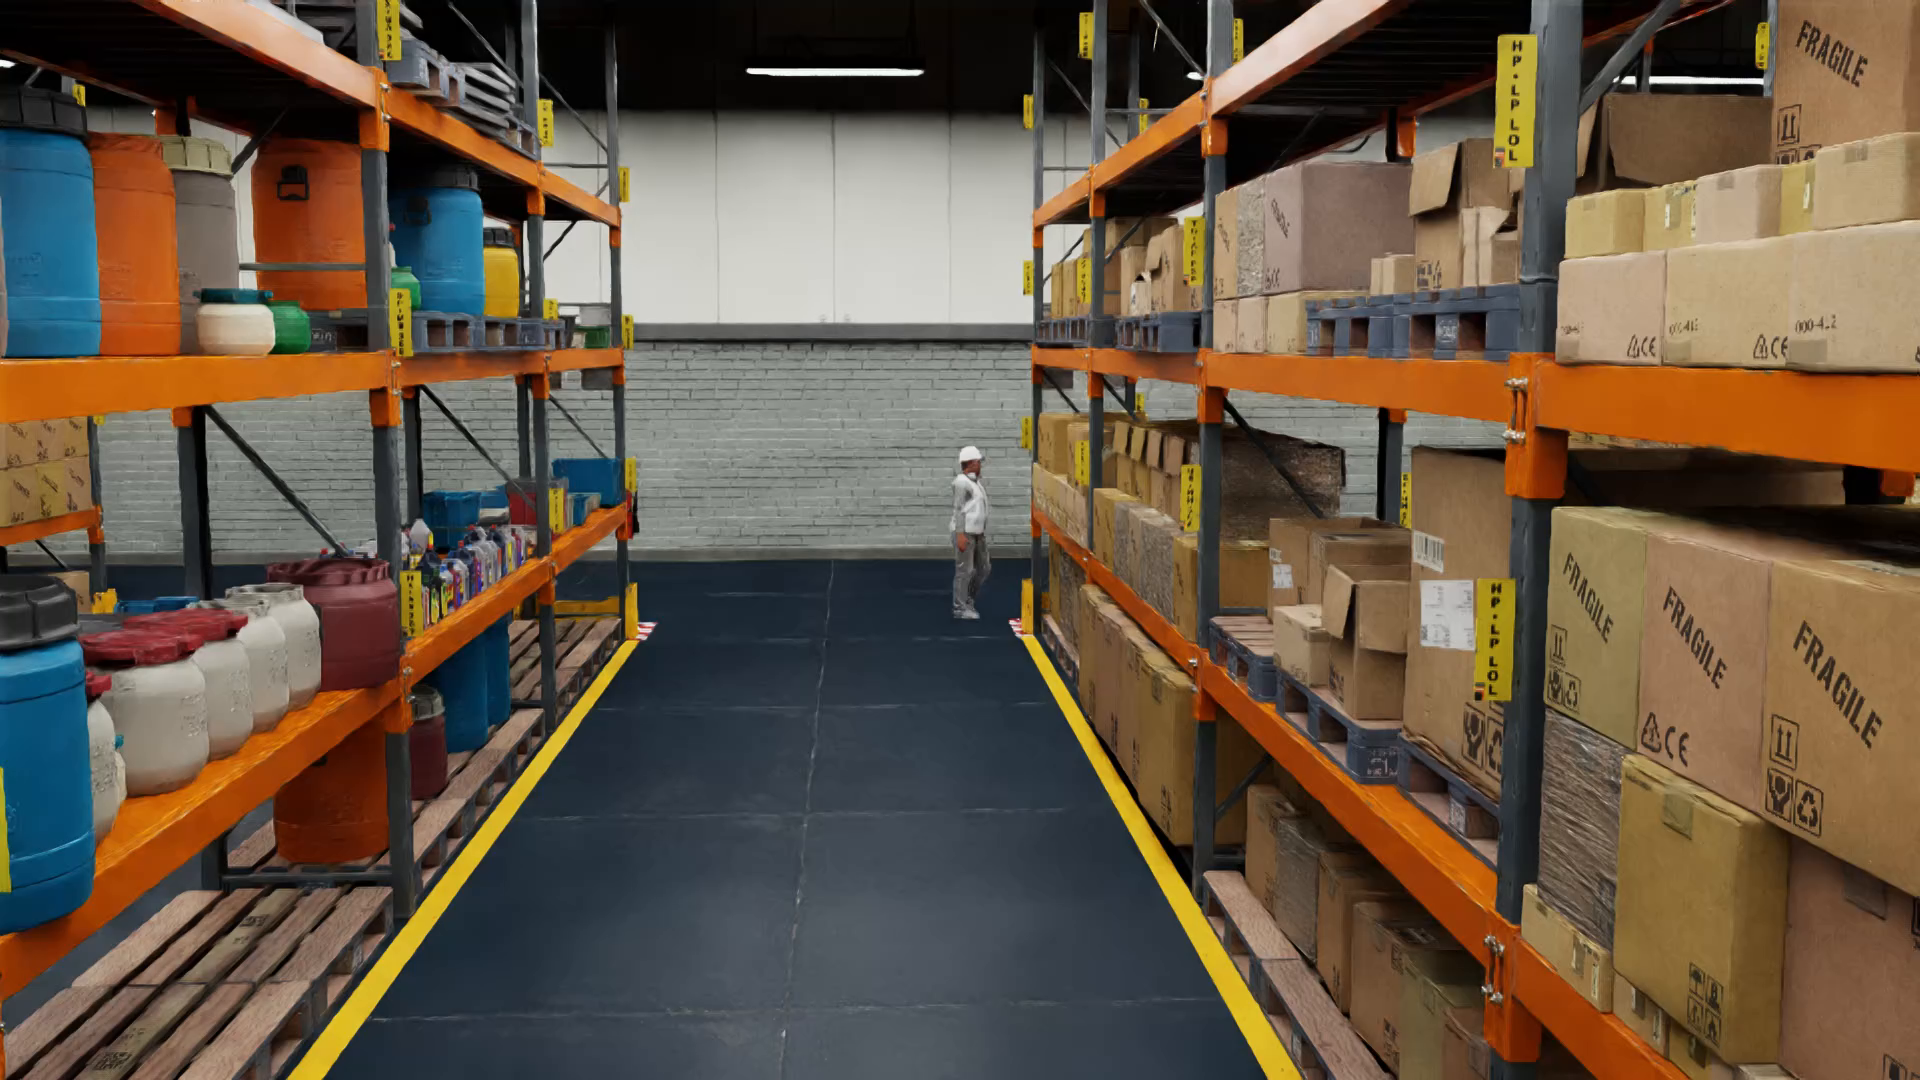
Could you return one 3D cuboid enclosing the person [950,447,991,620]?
[{"bbox_3d":[0.093,-0.063,17.225,0.365,1.804,0.565,2,7,18],"label":"person"}]
